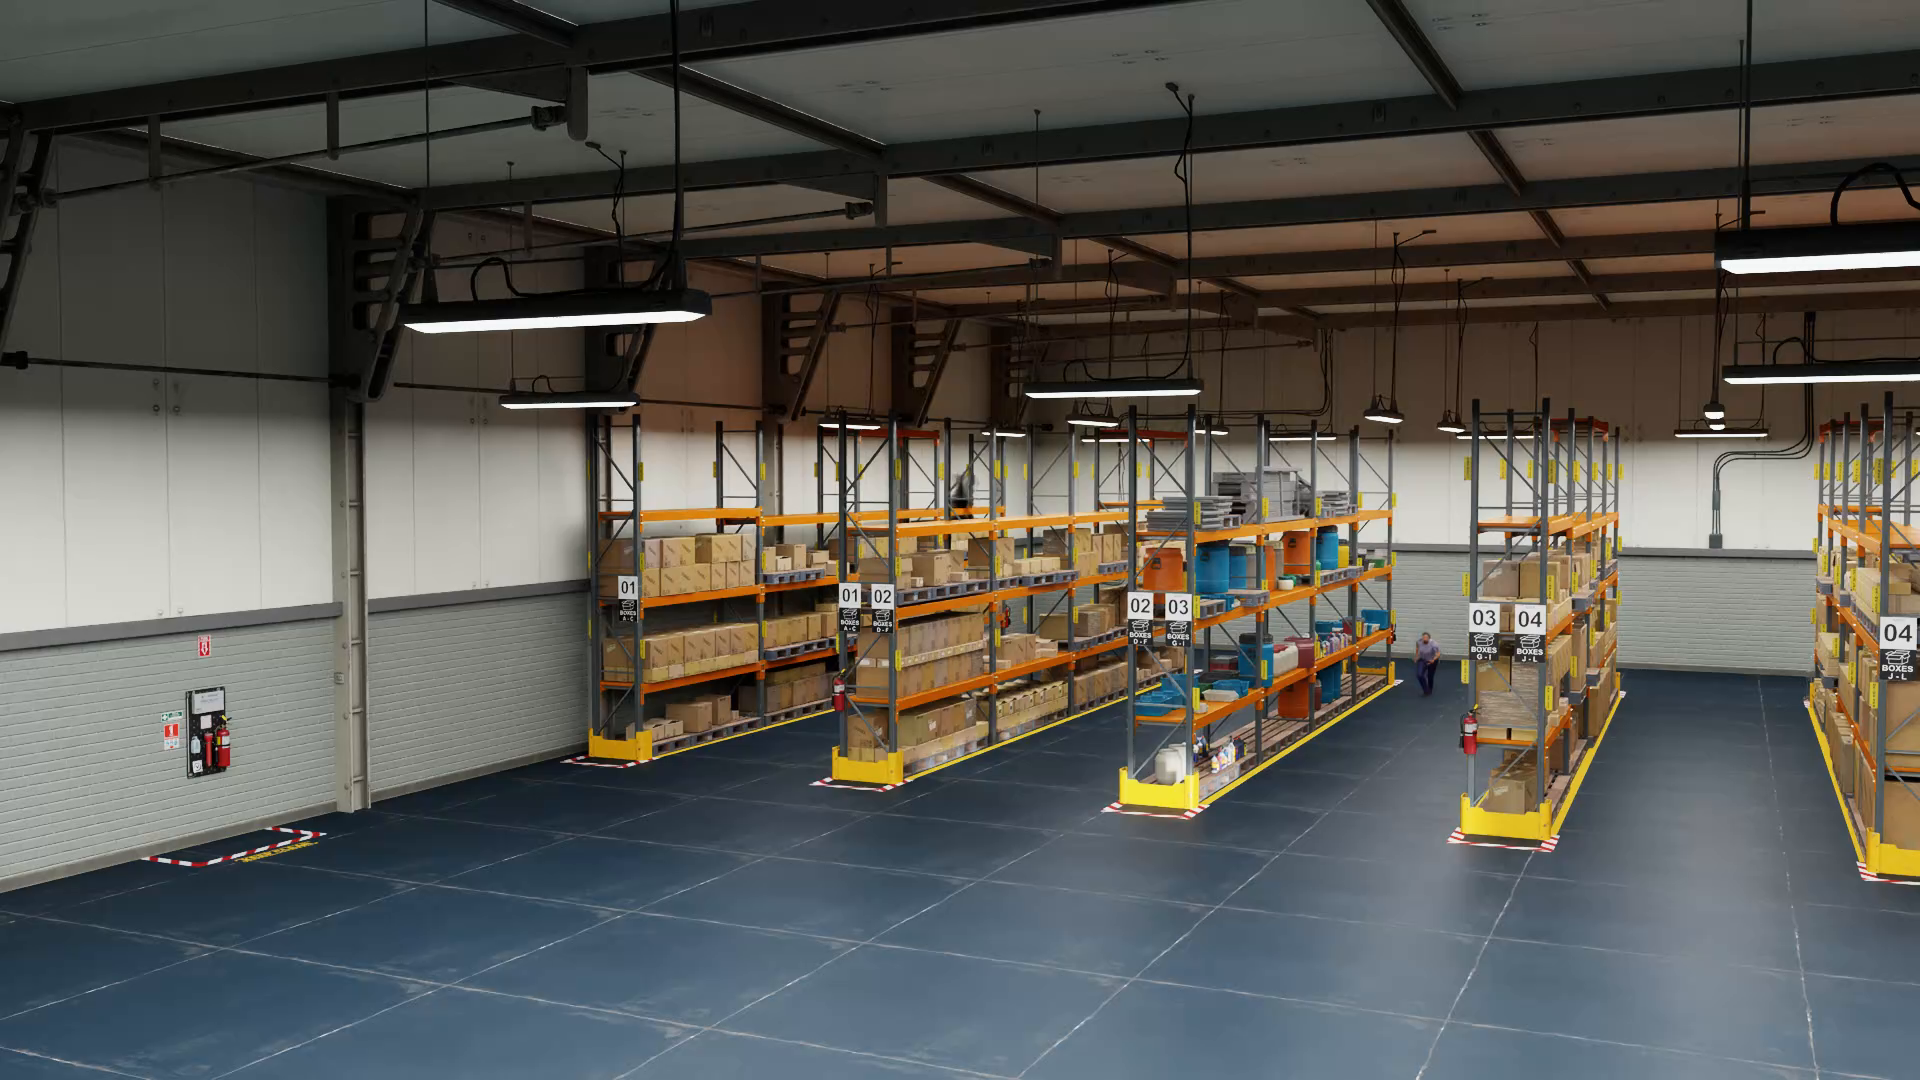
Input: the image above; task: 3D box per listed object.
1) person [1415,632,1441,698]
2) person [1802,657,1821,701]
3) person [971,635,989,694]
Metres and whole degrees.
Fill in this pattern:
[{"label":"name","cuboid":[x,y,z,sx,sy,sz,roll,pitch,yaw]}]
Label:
[{"label":"person","cuboid":[10.476,2.758,37.107,0.598,1.509,1.027,1,3,27]},{"label":"person","cuboid":[18.817,2.727,36.158,0.821,1.664,0.622,0,2,7]},{"label":"person","cuboid":[0.428,2.683,35.951,0.640,1.736,0.632,0,2,-9]}]
